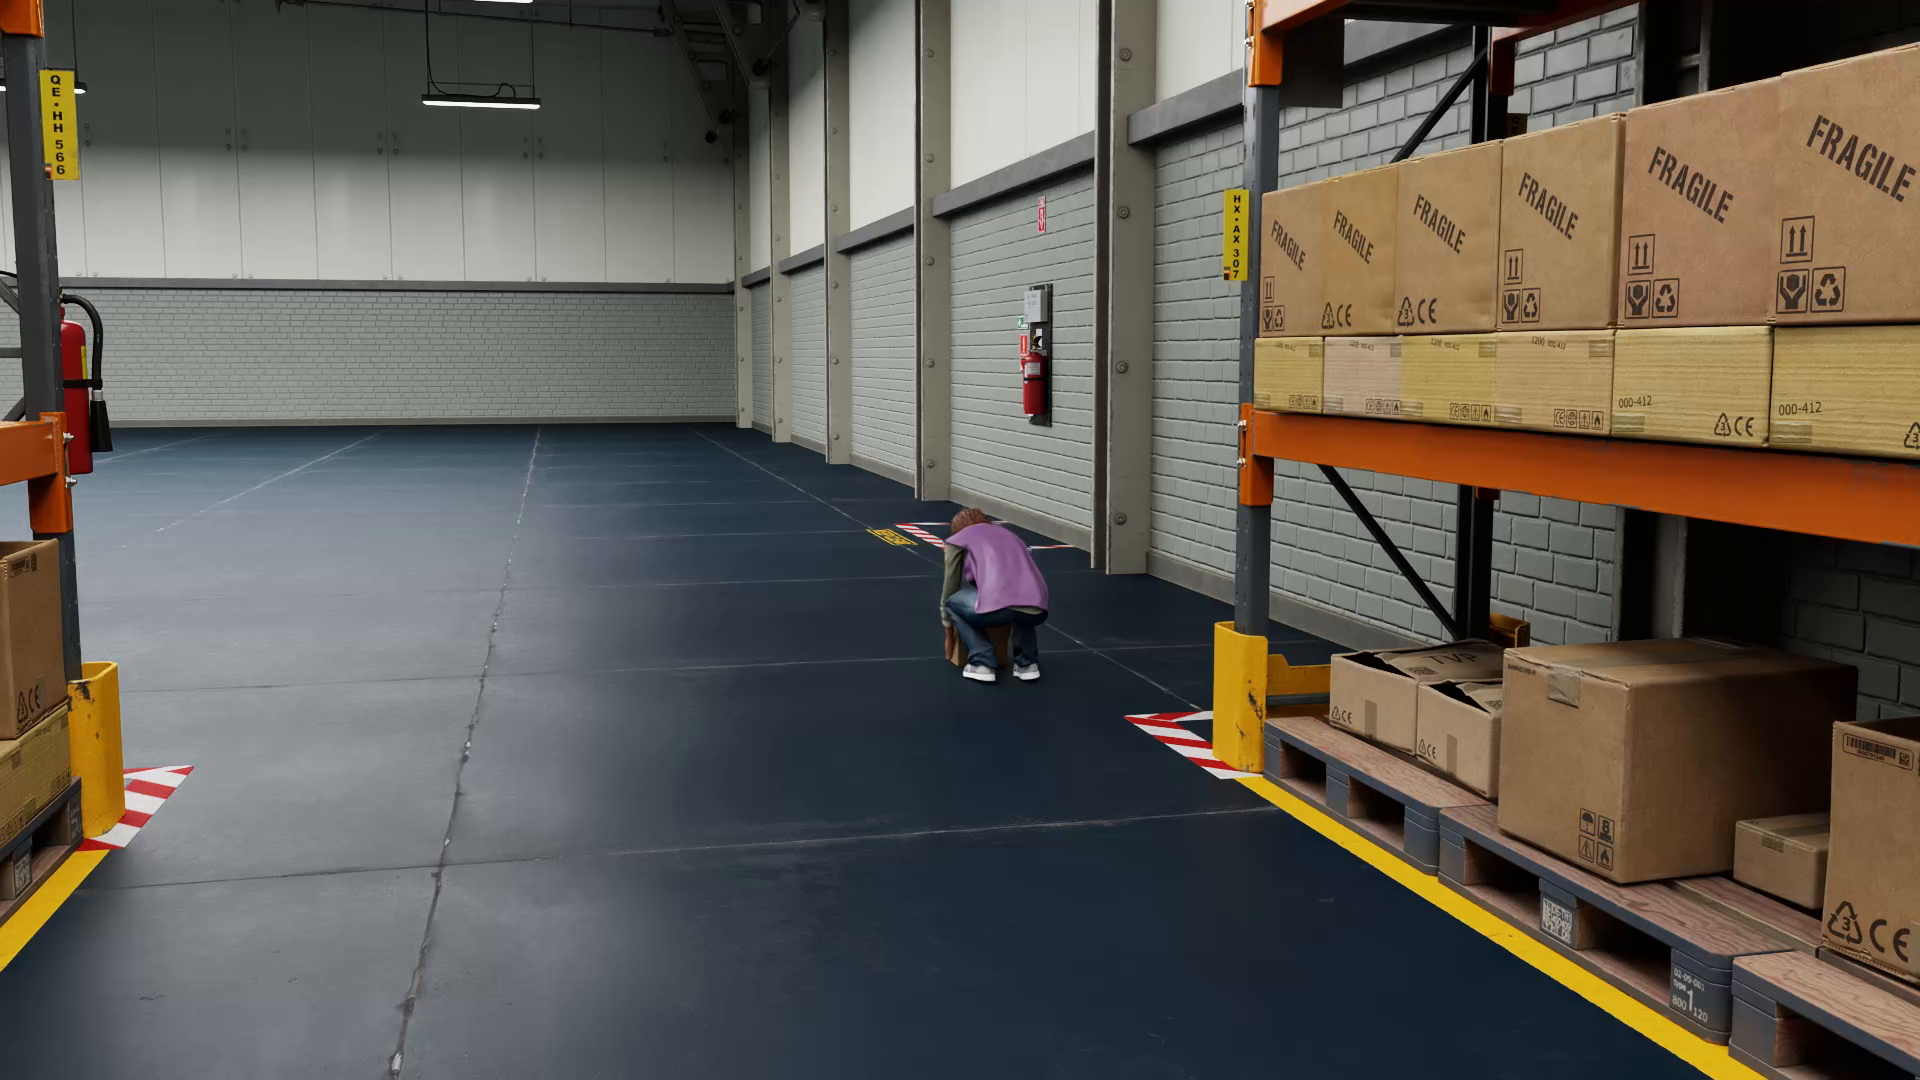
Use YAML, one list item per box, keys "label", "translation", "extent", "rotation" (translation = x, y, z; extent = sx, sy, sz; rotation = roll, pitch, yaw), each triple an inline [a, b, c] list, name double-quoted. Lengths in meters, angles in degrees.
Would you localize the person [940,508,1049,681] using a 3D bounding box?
- label: "person"
  translation: [0.160, 0.261, 7.842]
  extent: [0.436, 0.764, 0.805]
  rotation: [-2, 7, -14]
